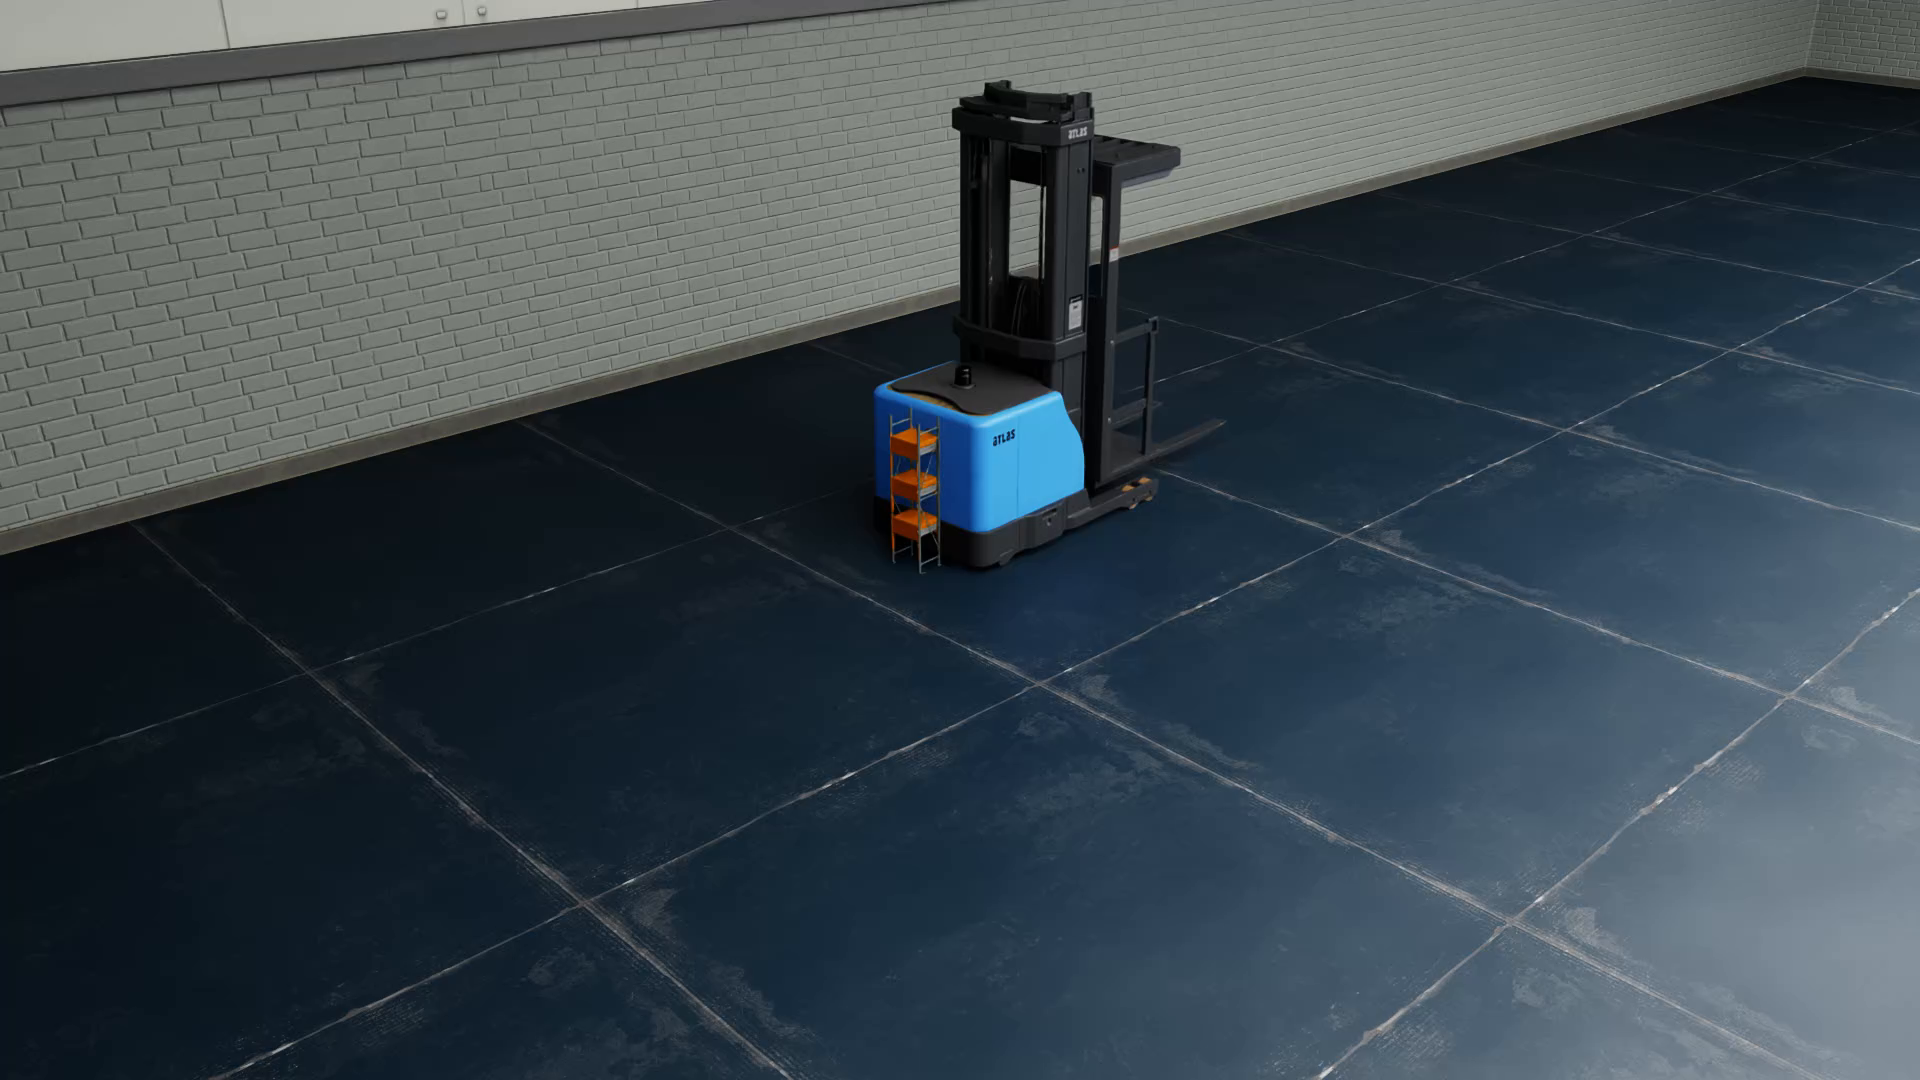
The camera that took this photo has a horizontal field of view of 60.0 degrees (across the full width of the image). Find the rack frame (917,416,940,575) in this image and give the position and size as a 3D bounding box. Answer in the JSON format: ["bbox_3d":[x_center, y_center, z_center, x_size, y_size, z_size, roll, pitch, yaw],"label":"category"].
[{"bbox_3d":[-0.199,-0.279,10.702,0.008,1.050,0.200,20,32,37],"label":"rack frame"}]

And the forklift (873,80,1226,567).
[{"bbox_3d":[0.780,-1.683,11.512,1.130,2.935,3.031,21,32,38],"label":"forklift"}]

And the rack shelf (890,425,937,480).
[{"bbox_3d":[-0.290,-0.562,10.662,0.240,0.259,0.215,20,32,37],"label":"rack shelf"}]

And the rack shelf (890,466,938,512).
[{"bbox_3d":[-0.290,-0.303,10.780,0.240,0.259,0.215,20,32,37],"label":"rack shelf"}]

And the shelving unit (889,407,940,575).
[{"bbox_3d":[-0.290,-0.313,10.776,0.252,1.050,0.215,20,32,37],"label":"shelving unit"}]

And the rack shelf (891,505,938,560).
[{"bbox_3d":[-0.290,-0.050,10.896,0.240,0.259,0.215,20,32,37],"label":"rack shelf"}]

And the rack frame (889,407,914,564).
[{"bbox_3d":[-0.380,-0.347,10.850,0.008,1.050,0.200,20,32,37],"label":"rack frame"}]
